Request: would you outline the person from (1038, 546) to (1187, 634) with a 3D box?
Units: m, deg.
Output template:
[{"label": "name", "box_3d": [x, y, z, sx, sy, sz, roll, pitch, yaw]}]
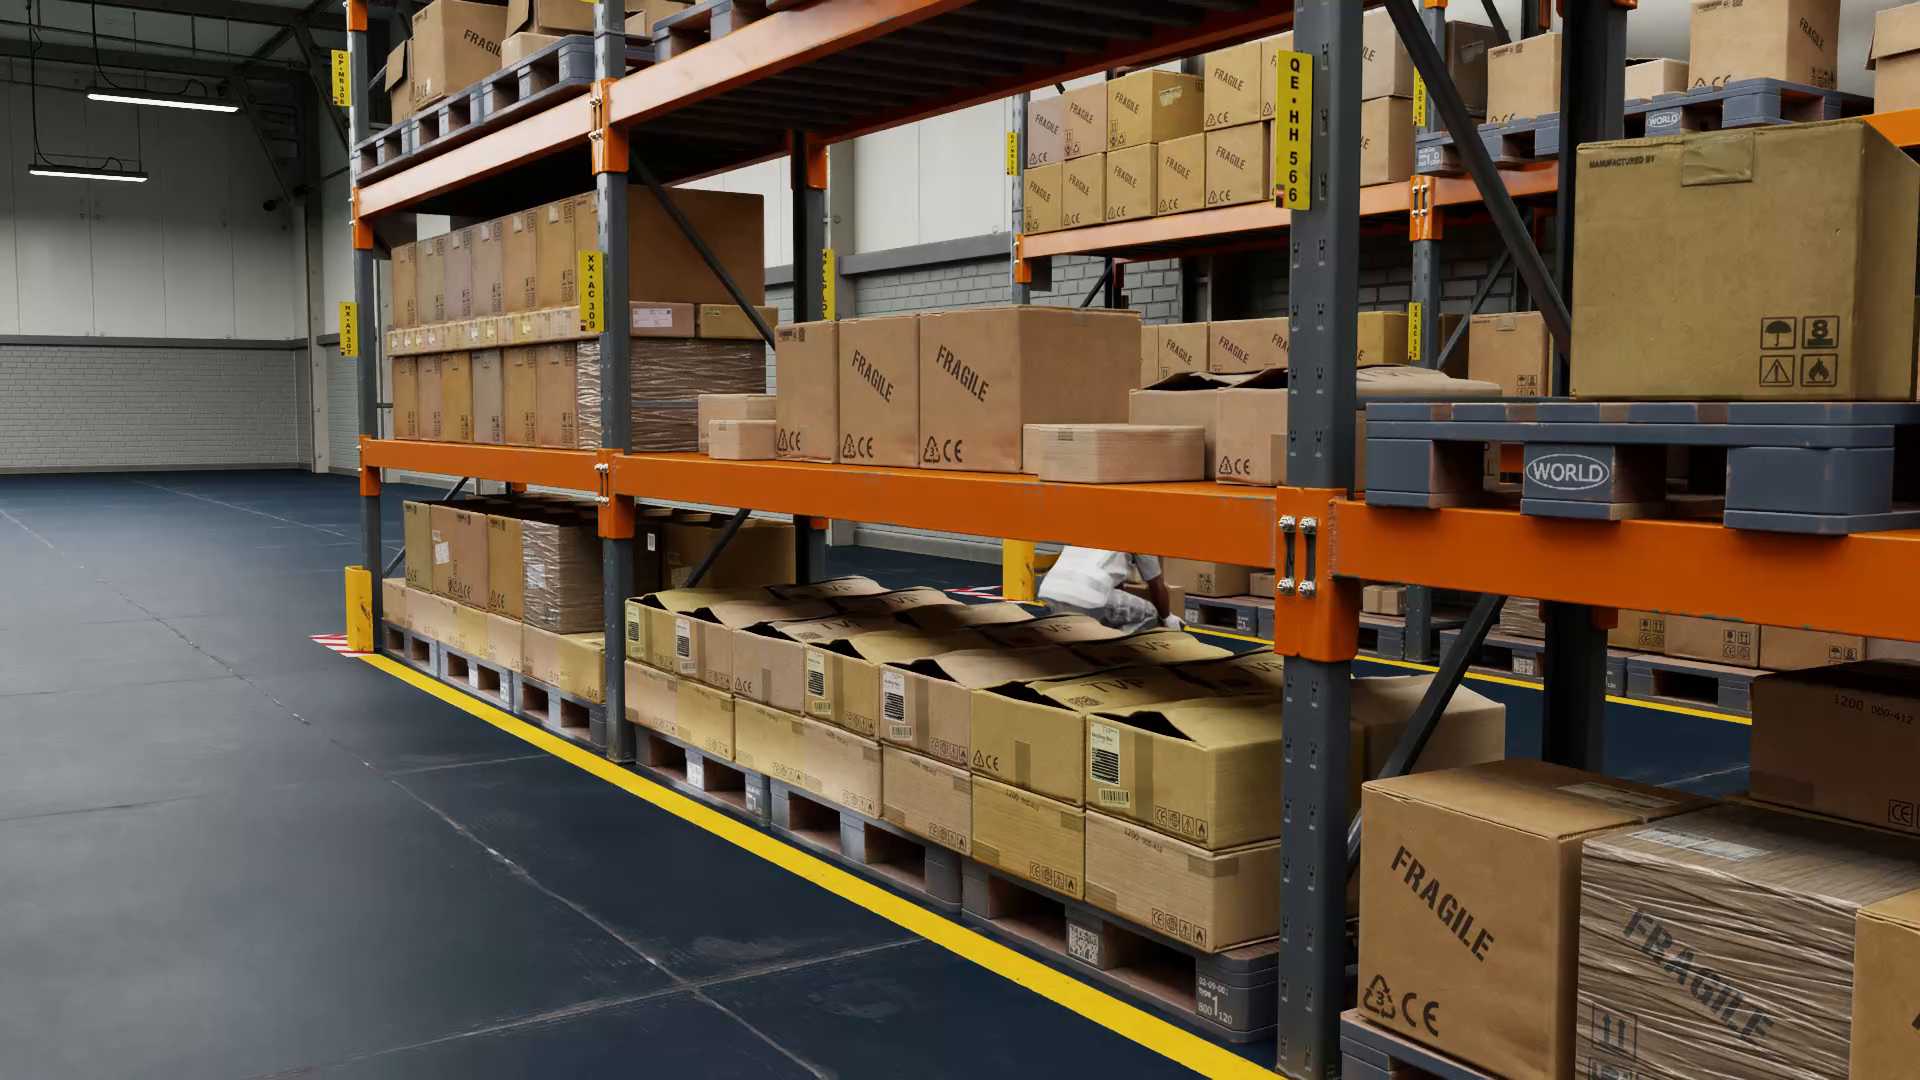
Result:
[{"label": "person", "box_3d": [0.860, 0.241, 9.574, 0.901, 1.004, 0.565, -3, 6, -35]}]
